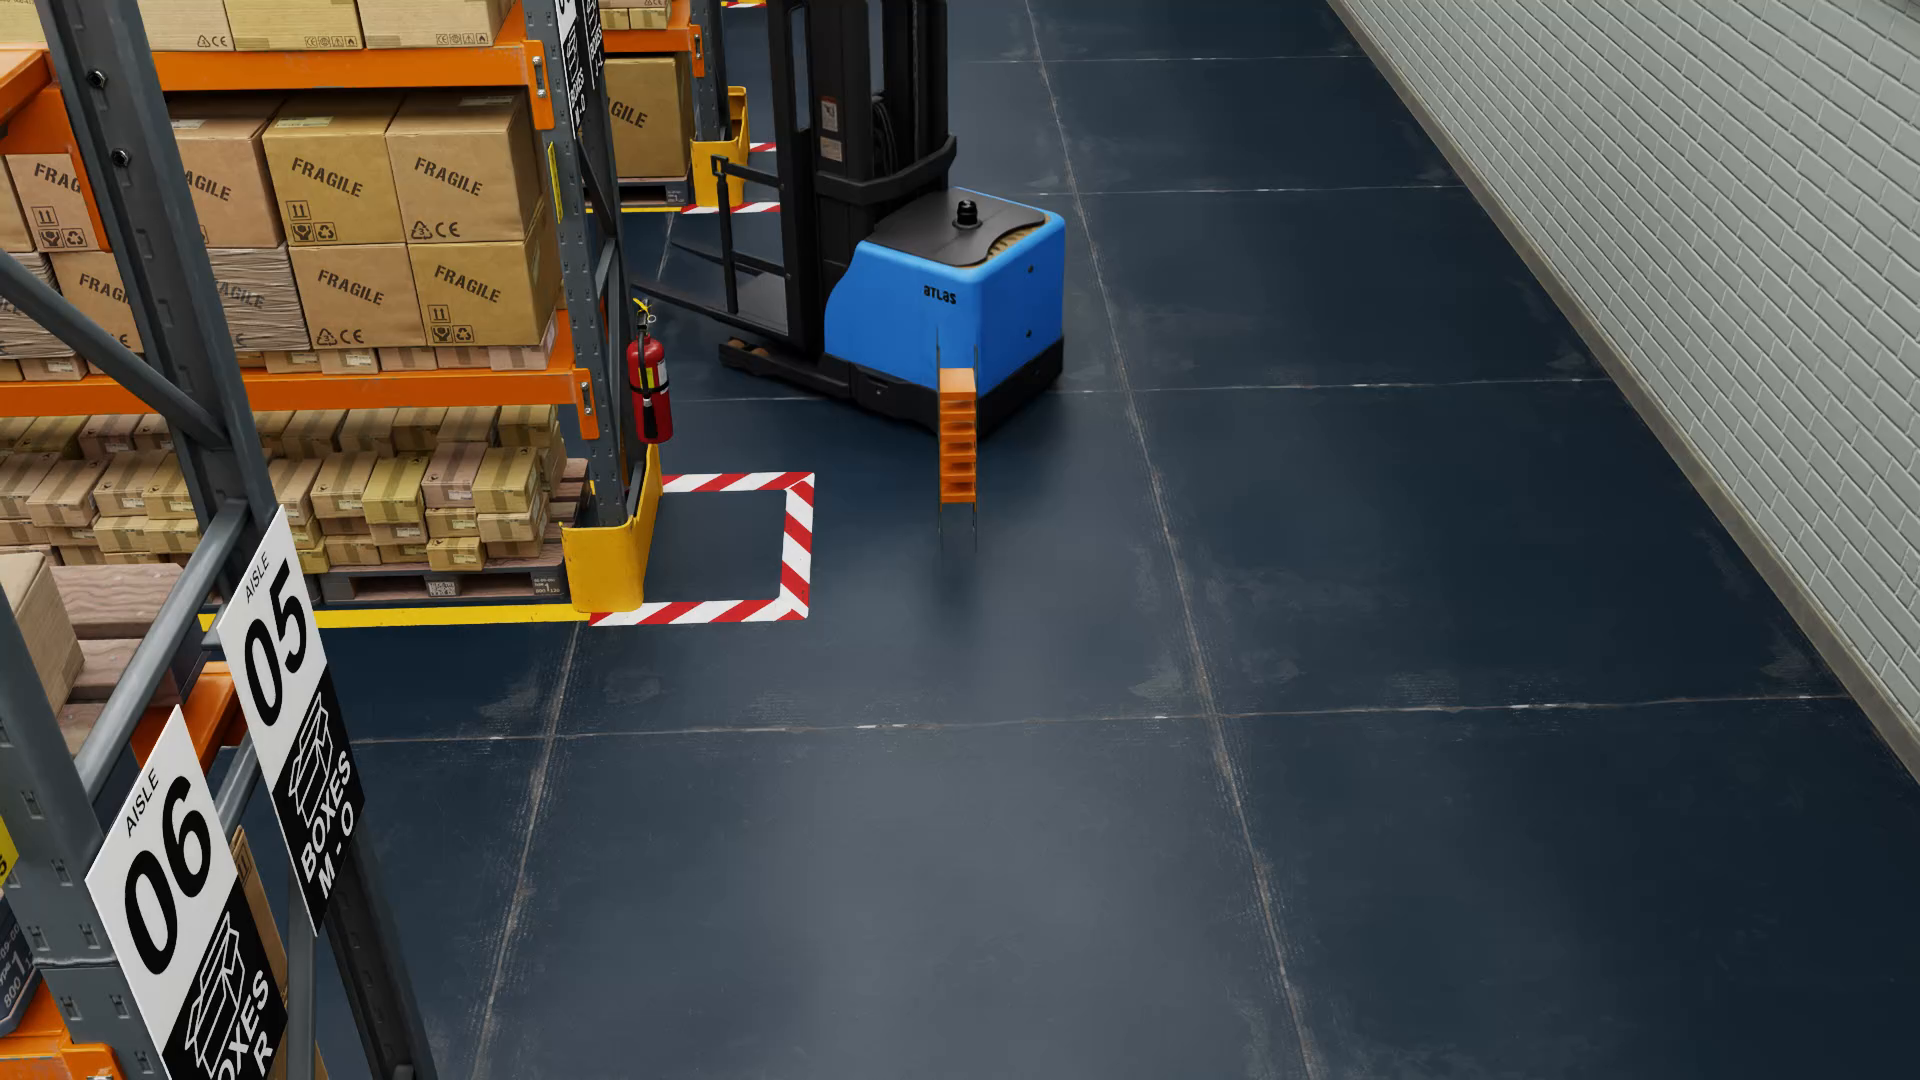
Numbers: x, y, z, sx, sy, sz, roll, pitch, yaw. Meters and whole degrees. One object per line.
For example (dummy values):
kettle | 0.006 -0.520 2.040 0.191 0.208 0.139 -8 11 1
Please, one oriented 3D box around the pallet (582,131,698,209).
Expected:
pallet | -2.633 -2.818 12.637 1.213 0.211 1.003 -2 35 -2

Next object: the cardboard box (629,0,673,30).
cardboard box | -2.178 -3.731 11.726 0.250 0.149 0.380 -1 35 -1

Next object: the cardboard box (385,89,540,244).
cardboard box | -2.149 -1.630 7.241 0.500 0.500 0.500 -2 35 -3

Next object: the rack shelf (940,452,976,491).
rack shelf | -0.014 -0.358 8.502 0.180 0.103 0.258 -2 35 -2

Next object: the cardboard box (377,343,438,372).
cardboard box | -2.516 -0.936 7.687 0.250 0.149 0.380 -2 35 -3

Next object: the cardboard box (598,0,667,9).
cardboard box | -2.310 -3.928 11.660 0.500 0.250 0.500 -2 35 -3

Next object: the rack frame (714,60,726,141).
rack frame | -1.838 -4.029 11.936 0.053 2.616 0.949 -2 35 -2

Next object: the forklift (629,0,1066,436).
forklift | -0.881 -2.439 9.698 3.031 2.935 1.130 21 40 28

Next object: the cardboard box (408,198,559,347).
cardboard box | -2.141 -1.214 7.519 0.500 0.500 0.500 -1 35 -1

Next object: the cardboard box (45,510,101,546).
cardboard box | -4.287 -0.136 8.186 0.250 0.149 0.380 0 35 0

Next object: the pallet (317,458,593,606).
pallet | -2.593 -0.059 8.649 1.213 0.211 1.003 -2 35 -2

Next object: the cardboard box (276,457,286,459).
cardboard box | -3.547 -0.394 8.558 0.250 0.149 0.380 0 35 0

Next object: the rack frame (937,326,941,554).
rack frame | -0.106 -0.491 8.404 0.006 1.200 0.240 -2 35 -2

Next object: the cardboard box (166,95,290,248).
cardboard box | -3.175 -1.597 7.194 0.500 0.500 0.500 0 35 0

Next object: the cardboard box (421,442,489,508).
cardboard box | -2.475 -0.322 8.192 0.250 0.149 0.380 -1 35 -1

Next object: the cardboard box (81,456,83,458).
cardboard box | -4.608 -0.396 8.561 0.250 0.149 0.380 -1 35 -2

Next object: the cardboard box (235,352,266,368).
cardboard box | -3.307 -0.952 7.710 0.250 0.149 0.380 -3 35 -4

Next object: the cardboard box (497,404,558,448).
cardboard box | -2.244 -0.633 8.642 0.250 0.149 0.380 -3 35 -4

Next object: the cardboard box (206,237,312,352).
cardboard box | -3.161 -1.184 7.476 0.500 0.500 0.500 -1 35 -2

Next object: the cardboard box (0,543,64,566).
cardboard box | -4.558 -0.007 8.261 0.250 0.149 0.380 -2 35 -3

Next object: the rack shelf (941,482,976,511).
rack shelf | -0.014 -0.259 8.570 0.180 0.103 0.258 -2 35 -2

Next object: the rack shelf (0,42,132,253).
rack shelf | -3.367 -0.351 2.333 4.000 0.370 1.077 -2 35 -2

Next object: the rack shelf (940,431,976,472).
rack shelf | -0.014 -0.456 8.433 0.180 0.103 0.258 -2 35 -2

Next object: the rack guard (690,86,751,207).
rack guard | -1.814 -3.004 12.651 0.348 0.500 1.175 -2 35 -2

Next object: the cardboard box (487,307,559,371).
cardboard box | -2.016 -0.936 7.688 0.250 0.149 0.380 -1 35 -2

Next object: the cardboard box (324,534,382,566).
cardboard box | -2.986 -0.040 8.308 0.250 0.149 0.380 -1 35 -2

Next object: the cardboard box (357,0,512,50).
cardboard box | -2.146 -2.218 6.815 0.500 0.250 0.500 -2 35 -3

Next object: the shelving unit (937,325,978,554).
shelving unit | -0.014 -0.493 8.408 0.189 1.200 0.258 -2 35 -2

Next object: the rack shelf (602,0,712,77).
rack shelf | -3.836 -3.681 12.066 4.000 0.370 1.077 -2 35 -2

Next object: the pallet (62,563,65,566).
pallet | -5.030 0.007 8.554 1.213 0.211 1.003 -2 35 -2

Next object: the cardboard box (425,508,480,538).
cardboard box | -2.481 -0.179 8.247 0.250 0.149 0.380 -2 35 -3

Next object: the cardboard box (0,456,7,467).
cardboard box | -4.817 -0.246 8.083 0.250 0.149 0.380 -2 35 -3

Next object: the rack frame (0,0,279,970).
rack frame | -1.369 -0.865 2.092 0.127 3.000 1.000 -2 35 -2

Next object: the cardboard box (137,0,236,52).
cardboard box | -3.151 -2.194 6.781 0.500 0.250 0.500 0 35 0

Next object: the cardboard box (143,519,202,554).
cardboard box | -3.784 -0.099 8.133 0.250 0.149 0.380 -1 35 -2

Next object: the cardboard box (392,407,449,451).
cardboard box | -2.771 -0.623 8.628 0.250 0.149 0.380 -2 35 -2

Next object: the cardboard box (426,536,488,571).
cardboard box | -2.472 -0.012 8.268 0.250 0.149 0.380 -1 35 -1

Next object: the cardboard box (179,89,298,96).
cardboard box | -3.190 -1.904 7.637 0.500 0.500 0.500 -2 35 -3

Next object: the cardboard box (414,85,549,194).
cardboard box | -2.165 -1.922 7.664 0.500 0.500 0.500 -2 35 -3

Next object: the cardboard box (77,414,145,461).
cardboard box | -4.326 -0.566 8.546 0.250 0.149 0.380 -3 35 -5

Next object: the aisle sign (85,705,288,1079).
aisle sign | -1.282 0.707 2.808 0.004 0.787 0.394 -2 35 -2

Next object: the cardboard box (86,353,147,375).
cardboard box | -3.822 -0.916 7.659 0.250 0.149 0.380 0 35 0

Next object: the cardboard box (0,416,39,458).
cardboard box | -4.855 -0.544 8.514 0.250 0.149 0.380 -2 35 -3

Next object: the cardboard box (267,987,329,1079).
cardboard box | -1.862 1.411 3.988 0.500 0.500 0.500 -2 35 -3

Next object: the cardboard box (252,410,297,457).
cardboard box | -3.557 -0.586 8.575 0.250 0.149 0.380 -1 35 -1

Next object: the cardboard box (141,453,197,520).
cardboard box | -3.784 -0.265 8.111 0.250 0.149 0.380 -1 35 -2

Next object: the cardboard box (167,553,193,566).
cardboard box | -3.768 -0.037 8.304 0.250 0.149 0.380 -1 35 -1

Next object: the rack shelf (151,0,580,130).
rack shelf | -3.702 -2.093 7.134 4.000 0.370 1.077 -2 35 -2

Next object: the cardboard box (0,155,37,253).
cardboard box | -4.216 -1.568 7.152 0.500 0.500 0.500 -1 35 -1

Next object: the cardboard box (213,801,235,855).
cardboard box | -1.737 0.735 3.515 0.250 0.149 0.380 -1 35 -1

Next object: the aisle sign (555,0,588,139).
aisle sign | -1.617 -2.109 6.878 0.004 0.787 0.394 -2 35 -2

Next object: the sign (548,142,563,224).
sign | -1.698 -1.499 6.985 0.005 0.325 0.100 -2 35 -2

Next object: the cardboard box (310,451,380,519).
cardboard box | -2.989 -0.271 8.120 0.250 0.149 0.380 -3 35 -4

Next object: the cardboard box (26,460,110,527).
cardboard box | -4.300 -0.227 8.055 0.250 0.149 0.380 -1 35 -1

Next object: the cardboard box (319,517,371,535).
cardboard box | -3.010 -0.192 8.266 0.250 0.149 0.380 -2 35 -3

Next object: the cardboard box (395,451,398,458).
cardboard box | -3.018 -0.486 8.691 0.250 0.149 0.380 -1 35 -1

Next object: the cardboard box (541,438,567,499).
cardboard box | -2.243 -0.377 8.795 0.250 0.149 0.380 -1 35 -1

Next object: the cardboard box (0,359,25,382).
cardboard box | -4.356 -0.879 7.606 0.250 0.149 0.380 -1 35 -1
